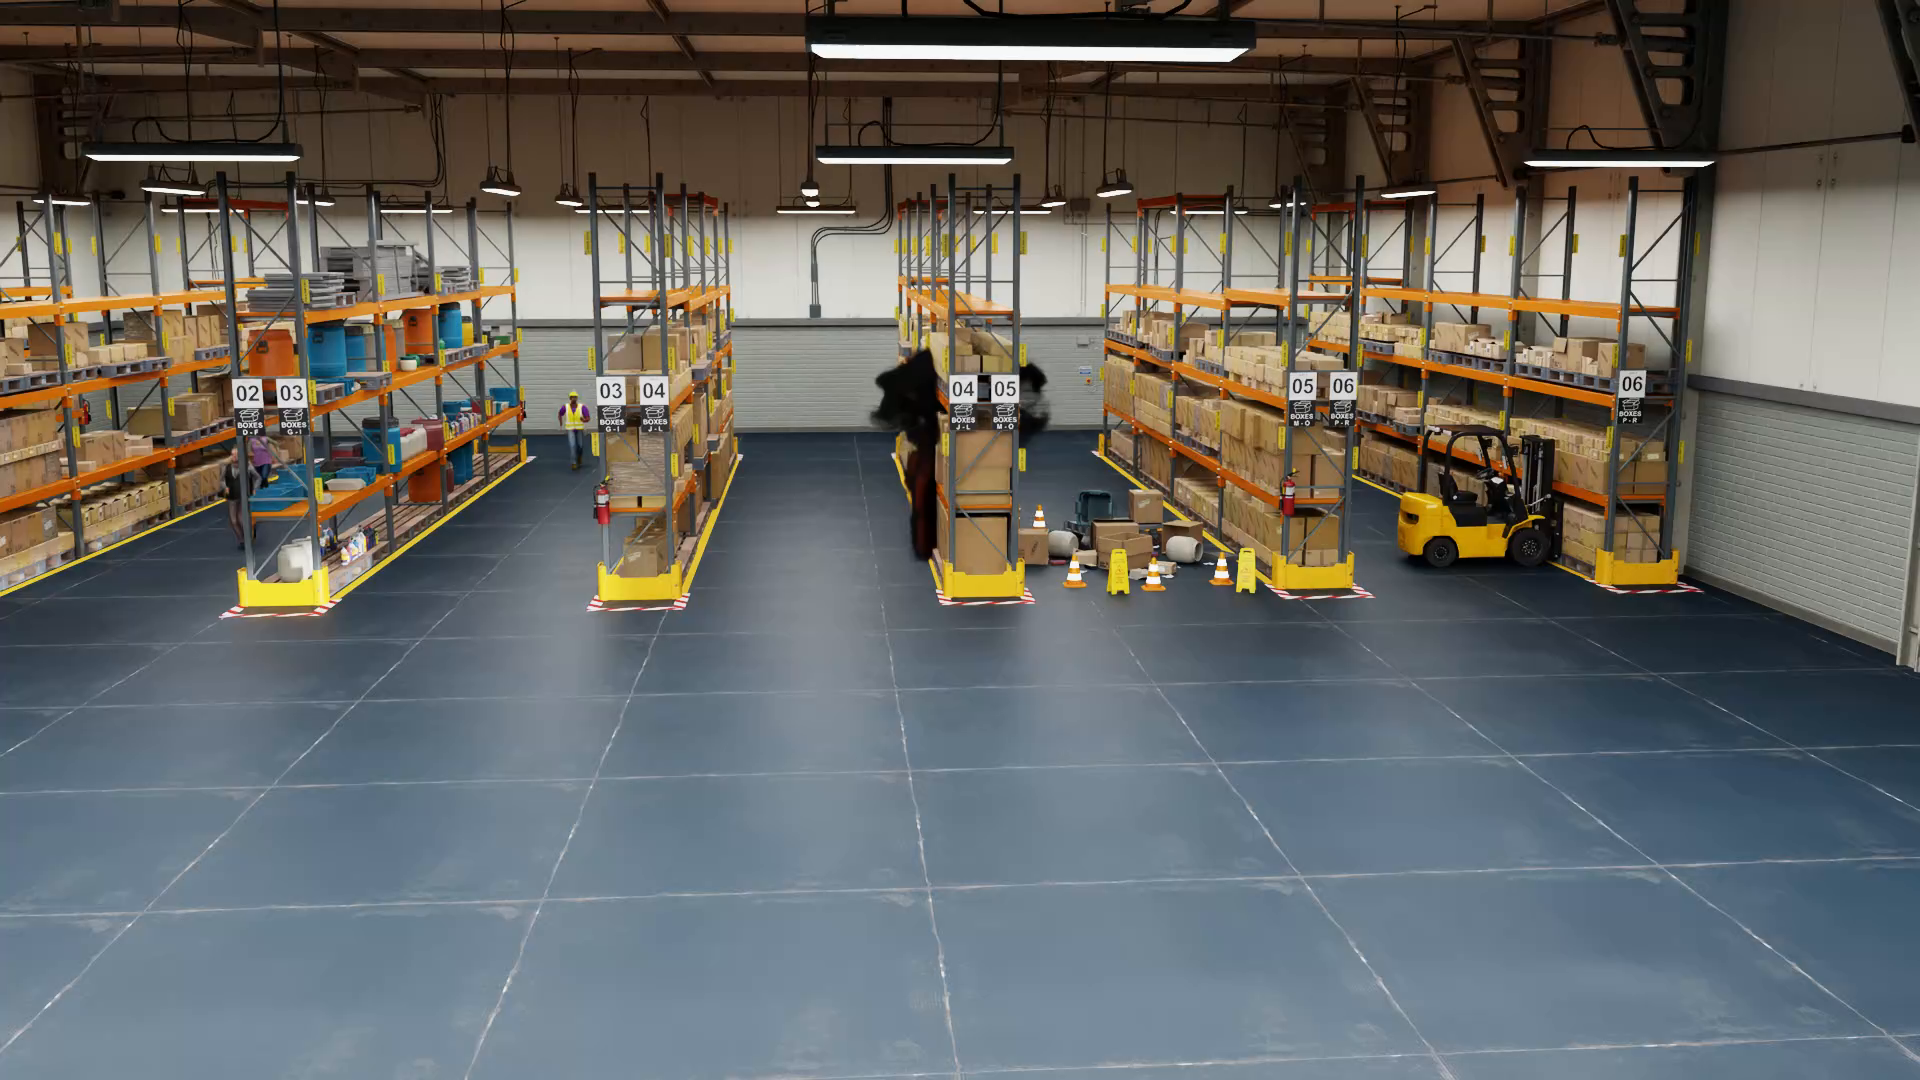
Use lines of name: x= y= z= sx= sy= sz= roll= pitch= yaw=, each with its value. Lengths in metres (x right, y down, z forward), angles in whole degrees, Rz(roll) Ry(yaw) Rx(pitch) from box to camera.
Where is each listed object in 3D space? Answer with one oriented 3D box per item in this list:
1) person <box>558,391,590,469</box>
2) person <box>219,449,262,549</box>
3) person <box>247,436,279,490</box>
person: x=-8.769 y=-2.507 z=37.841 sx=0.713 sy=1.747 sz=0.925 roll=-3 pitch=10 yaw=-15
person: x=-12.013 y=-0.677 z=27.707 sx=0.653 sy=1.680 sz=0.569 roll=-1 pitch=10 yaw=-5
person: x=-13.510 y=-1.414 z=32.236 sx=0.543 sy=1.536 sz=0.813 roll=-1 pitch=10 yaw=-5
